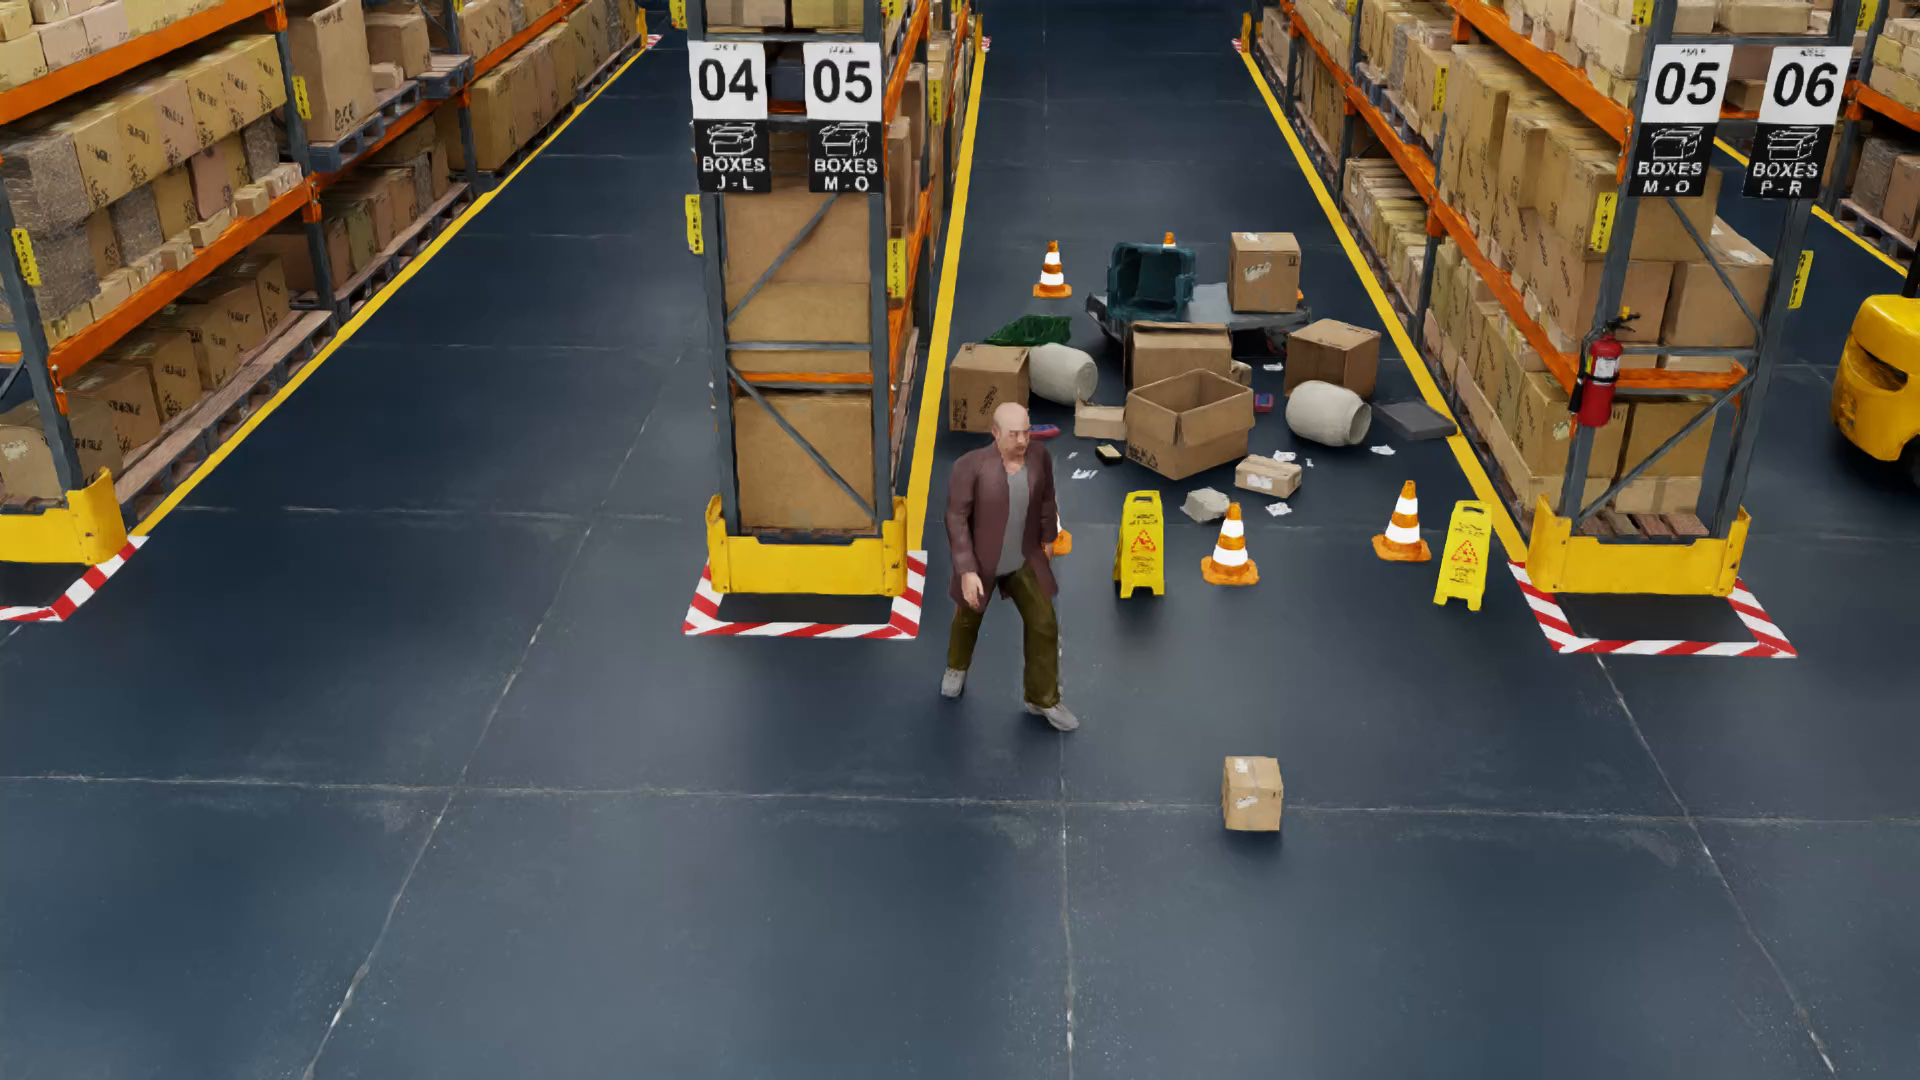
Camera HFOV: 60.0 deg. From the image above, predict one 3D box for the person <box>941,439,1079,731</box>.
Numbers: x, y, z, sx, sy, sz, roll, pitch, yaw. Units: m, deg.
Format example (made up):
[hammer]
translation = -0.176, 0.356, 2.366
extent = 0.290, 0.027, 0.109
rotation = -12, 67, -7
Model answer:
[person]
translation = 0.231, 0.176, 8.521
extent = 0.675, 1.549, 0.854
rotation = -10, 29, -19
